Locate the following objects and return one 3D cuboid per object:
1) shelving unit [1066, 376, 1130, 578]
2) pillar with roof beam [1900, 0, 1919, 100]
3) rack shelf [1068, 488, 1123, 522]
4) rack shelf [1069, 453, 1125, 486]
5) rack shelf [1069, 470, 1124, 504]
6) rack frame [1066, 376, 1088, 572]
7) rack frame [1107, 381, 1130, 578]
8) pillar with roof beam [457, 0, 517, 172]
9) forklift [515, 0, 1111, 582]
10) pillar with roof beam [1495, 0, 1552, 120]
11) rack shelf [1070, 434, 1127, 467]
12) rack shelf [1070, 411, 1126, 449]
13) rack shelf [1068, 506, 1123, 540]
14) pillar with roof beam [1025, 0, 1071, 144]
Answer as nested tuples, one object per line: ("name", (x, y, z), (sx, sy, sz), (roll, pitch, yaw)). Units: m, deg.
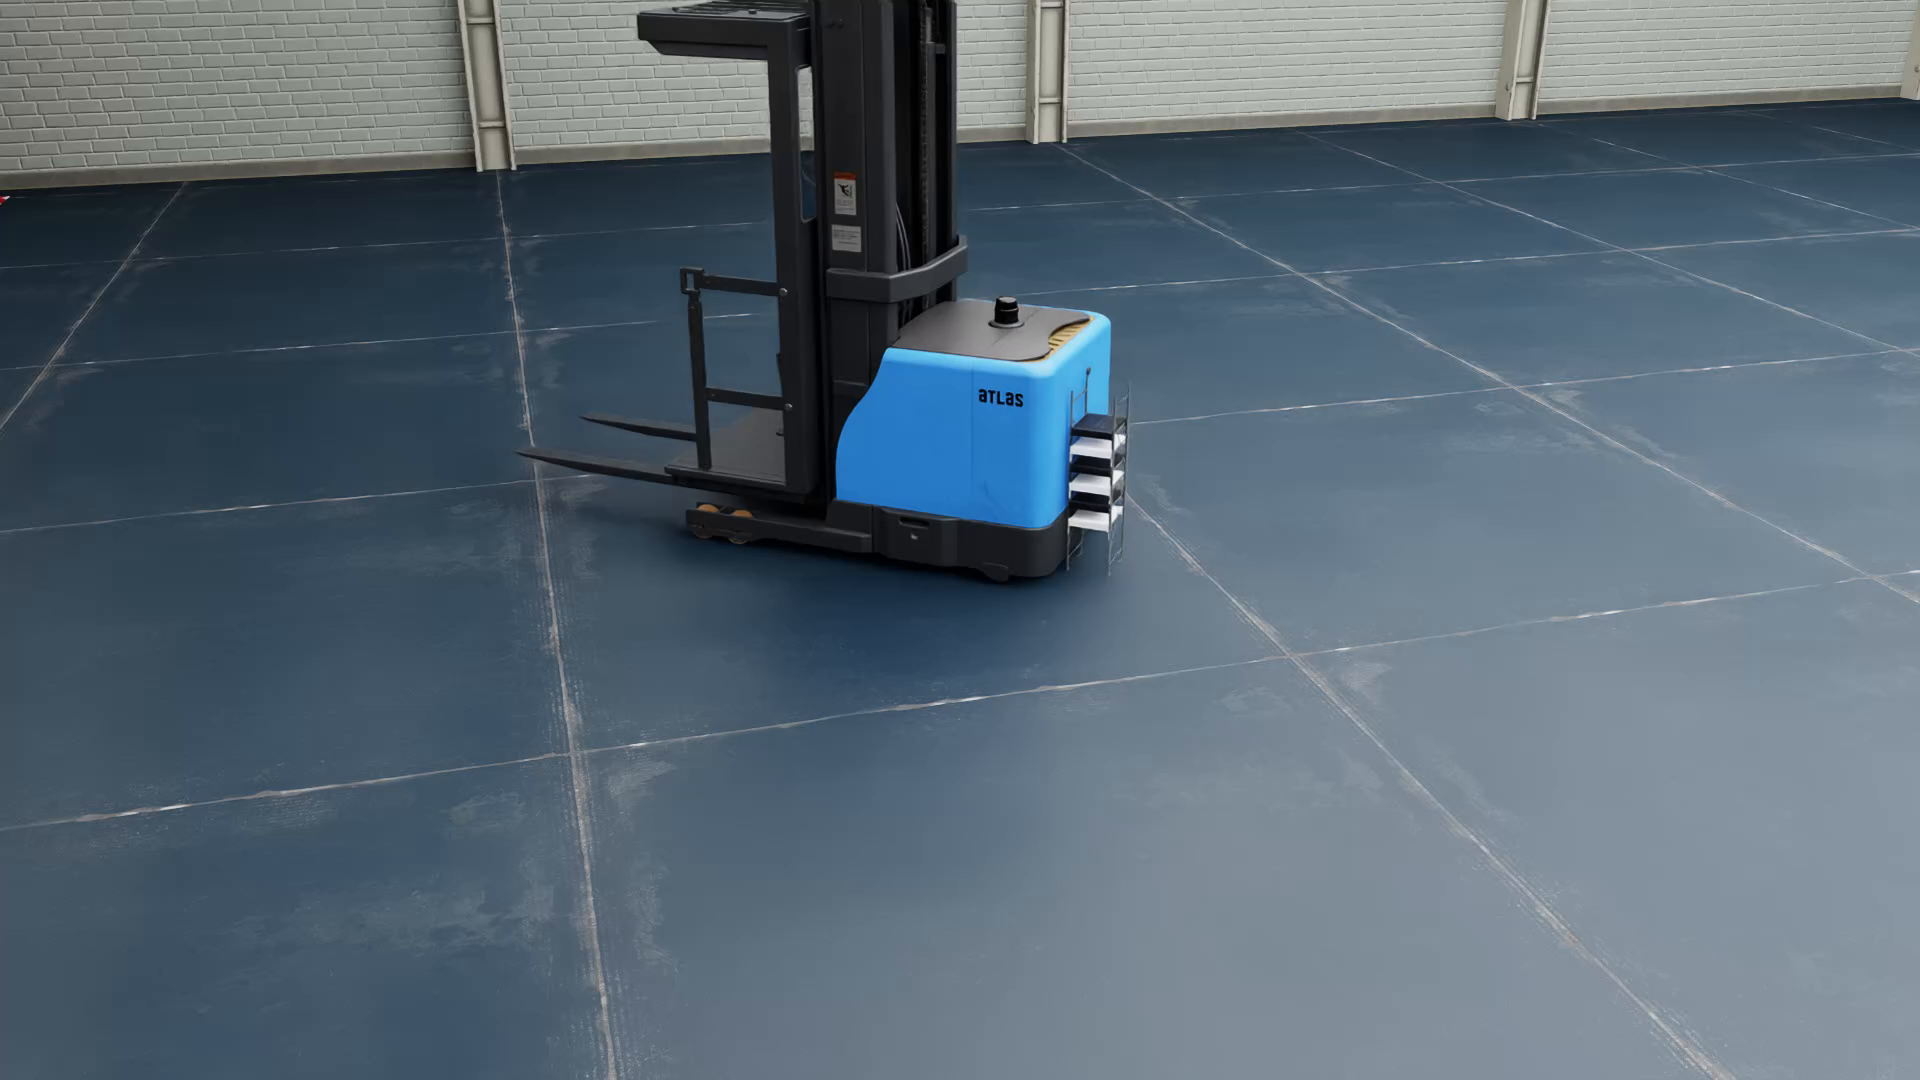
("shelving unit", (0.645, -0.292, 7.790), (0.210, 0.900, 0.258), (9, 25, 20))
("pillar with roof beam", (13.686, -8.278, 16.131), (0.400, 9.000, 9.100), (-6, 24, -14))
("rack shelf", (0.645, -0.179, 7.839), (0.200, 0.077, 0.258), (9, 25, 20))
("rack shelf", (0.645, -0.345, 7.768), (0.200, 0.077, 0.258), (9, 25, 20))
("rack shelf", (0.645, -0.262, 7.804), (0.200, 0.077, 0.258), (9, 25, 20))
("rack frame", (0.551, -0.307, 7.825), (0.006, 0.900, 0.240), (9, 25, 20))
("rack frame", (0.739, -0.278, 7.756), (0.006, 0.900, 0.240), (9, 25, 20))
("pillar with roof beam", (-3.645, -6.361, 11.662), (0.400, 9.000, 9.100), (-6, 24, -14))
("forklift", (-0.820, -1.508, 8.048), (3.031, 2.935, 1.130), (9, 25, 20))
("pillar with roof beam", (7.909, -7.639, 14.641), (0.400, 9.000, 9.100), (-6, 24, -14))
("rack shelf", (0.645, -0.427, 7.733), (0.200, 0.077, 0.258), (9, 25, 20))
("rack shelf", (0.645, -0.510, 7.697), (0.200, 0.077, 0.258), (9, 25, 20))
("rack shelf", (0.645, -0.096, 7.874), (0.200, 0.077, 0.258), (9, 25, 20))
("pillar with roof beam", (2.132, -7.000, 13.152), (0.400, 9.000, 9.100), (-6, 24, -14))
